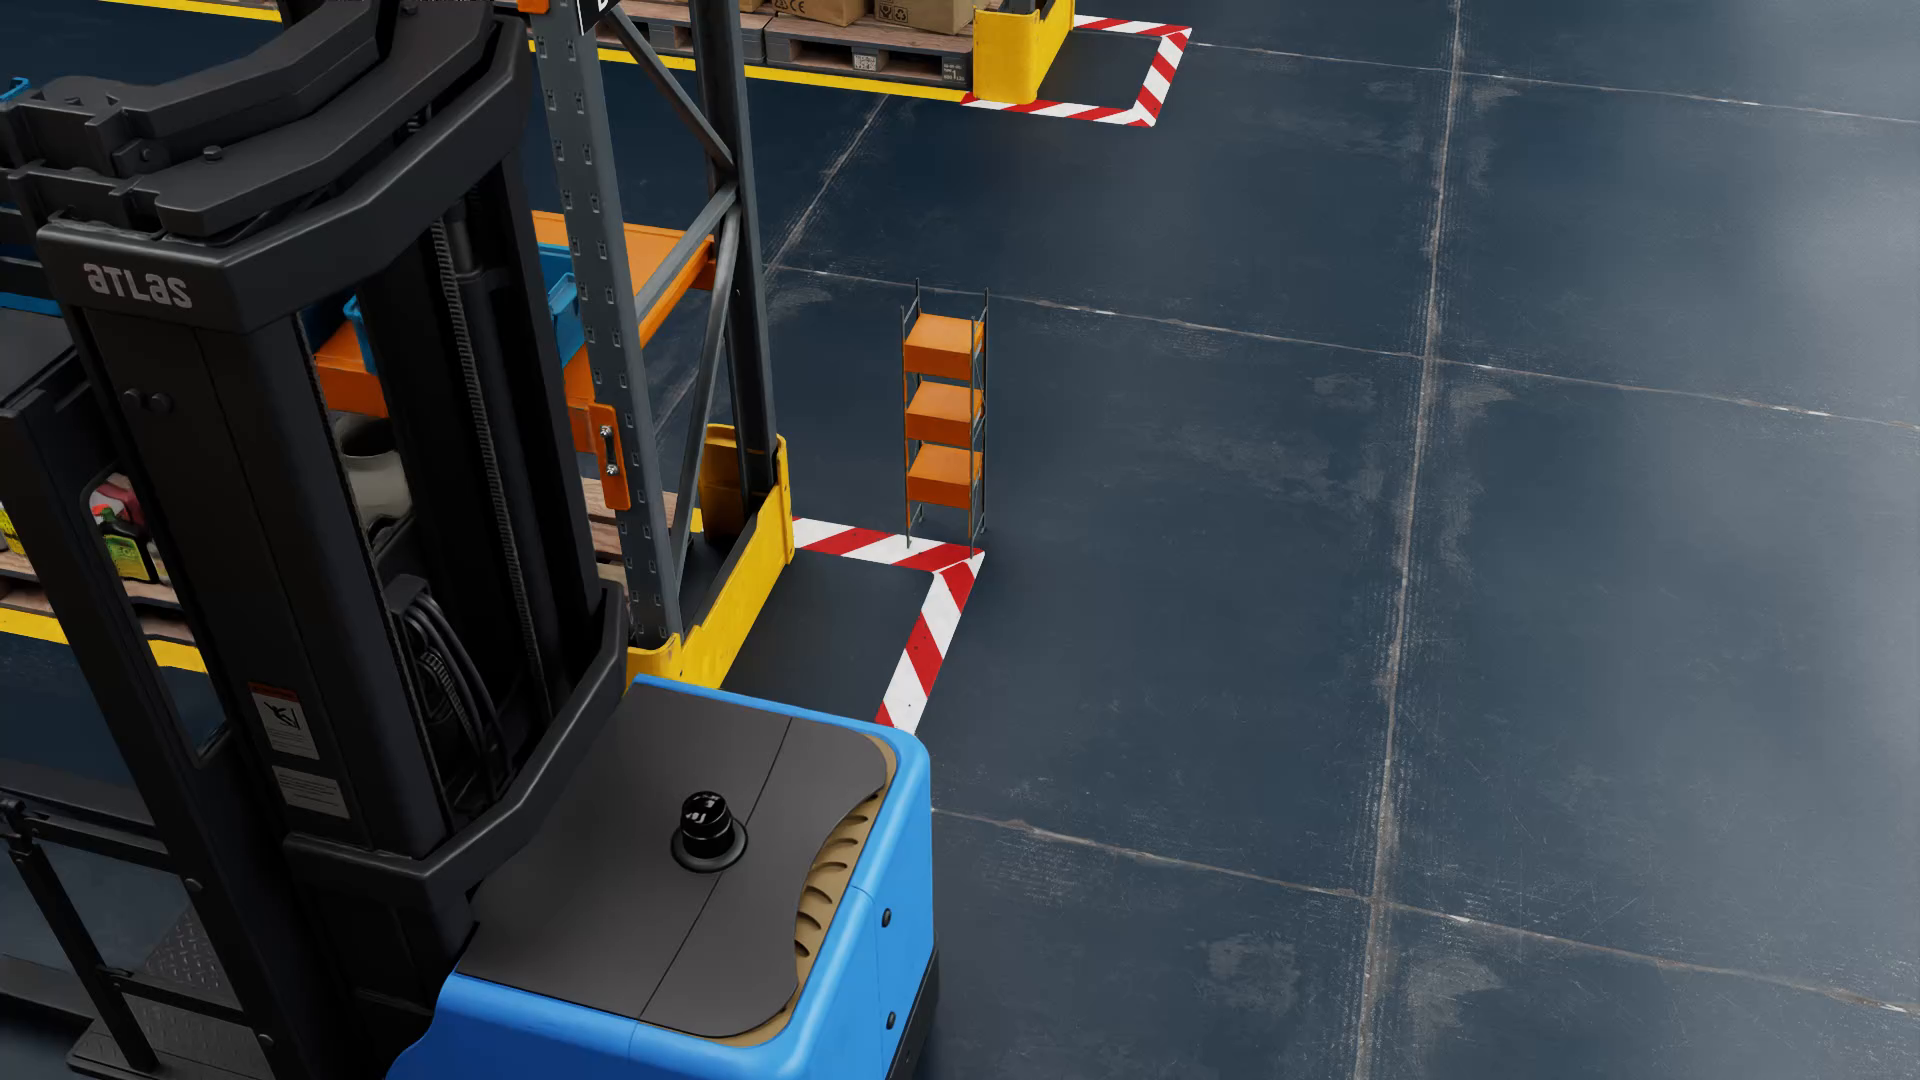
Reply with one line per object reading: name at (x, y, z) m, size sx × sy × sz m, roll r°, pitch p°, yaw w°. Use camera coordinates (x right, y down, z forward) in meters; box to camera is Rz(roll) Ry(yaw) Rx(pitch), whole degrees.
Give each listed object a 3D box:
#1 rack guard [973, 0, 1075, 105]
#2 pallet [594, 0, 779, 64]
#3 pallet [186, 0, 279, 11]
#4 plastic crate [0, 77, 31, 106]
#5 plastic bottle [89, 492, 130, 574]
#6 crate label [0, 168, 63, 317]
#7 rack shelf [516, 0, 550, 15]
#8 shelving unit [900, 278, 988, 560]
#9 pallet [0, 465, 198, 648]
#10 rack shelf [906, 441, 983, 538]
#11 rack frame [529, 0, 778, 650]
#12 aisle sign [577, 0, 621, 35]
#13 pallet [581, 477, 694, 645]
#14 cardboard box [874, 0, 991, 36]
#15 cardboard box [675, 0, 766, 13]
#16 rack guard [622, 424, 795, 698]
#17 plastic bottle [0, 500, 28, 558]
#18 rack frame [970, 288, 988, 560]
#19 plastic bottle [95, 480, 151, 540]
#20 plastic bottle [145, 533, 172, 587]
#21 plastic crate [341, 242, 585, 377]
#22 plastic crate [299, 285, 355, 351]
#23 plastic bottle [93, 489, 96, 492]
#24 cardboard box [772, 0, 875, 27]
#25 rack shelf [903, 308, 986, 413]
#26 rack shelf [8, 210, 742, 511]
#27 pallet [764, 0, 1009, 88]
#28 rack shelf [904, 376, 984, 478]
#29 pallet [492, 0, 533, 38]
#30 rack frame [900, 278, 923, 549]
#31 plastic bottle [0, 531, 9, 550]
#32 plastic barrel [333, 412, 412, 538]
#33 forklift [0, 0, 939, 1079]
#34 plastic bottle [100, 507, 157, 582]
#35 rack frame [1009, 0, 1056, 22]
rack guard at (0.374, -2.950, 9.374) m, size 0.348 × 0.500 × 1.175 m, roll 10°, pitch 41°, yaw 11°
pallet at (-1.576, -3.201, 9.897) m, size 1.213 × 0.211 × 1.003 m, roll 10°, pitch 41°, yaw 11°
pallet at (-4.169, -3.620, 10.397) m, size 1.213 × 0.211 × 1.003 m, roll 10°, pitch 41°, yaw 11°
plastic crate at (-3.558, -1.410, 5.712) m, size 0.616 × 0.251 × 0.499 m, roll 10°, pitch 41°, yaw 11°
plastic bottle at (-2.957, -0.035, 5.735) m, size 0.135 × 0.276 × 0.152 m, roll 10°, pitch 41°, yaw 12°
crate label at (-2.681, -0.969, 5.044) m, size 0.616 × 0.435 × 0.502 m, roll 10°, pitch 41°, yaw 11°
rack shelf at (-2.765, -2.023, 4.554) m, size 4.000 × 0.370 × 1.077 m, roll 10°, pitch 41°, yaw 11°
shelving unit at (-0.052, -0.411, 5.923) m, size 0.252 × 1.050 × 0.215 m, roll 10°, pitch 41°, yaw 11°
pallet at (-2.877, -0.076, 6.176) m, size 1.213 × 0.211 × 1.003 m, roll 10°, pitch 41°, yaw 11°
rack shelf at (-0.052, -0.190, 6.109) m, size 0.240 × 0.259 × 0.215 m, roll 10°, pitch 41°, yaw 11°
rack frame at (-0.833, -0.818, 4.891) m, size 0.127 × 3.000 × 1.000 m, roll 10°, pitch 41°, yaw 11°
aisle sign at (-0.840, -1.617, 3.821) m, size 0.004 × 0.787 × 0.394 m, roll 10°, pitch 41°, yaw 11°
pallet at (-1.702, 0.128, 5.933) m, size 1.213 × 0.211 × 1.003 m, roll 10°, pitch 41°, yaw 11°
cardboard box at (-0.151, -3.212, 9.360) m, size 0.500 × 0.500 × 0.500 m, roll 17°, pitch 43°, yaw 19°
cardboard box at (-1.338, -3.406, 9.591) m, size 0.500 × 0.500 × 0.500 m, roll 13°, pitch 42°, yaw 15°
rack guard at (-0.918, 0.156, 5.675) m, size 0.348 × 0.500 × 1.175 m, roll 10°, pitch 41°, yaw 11°
plastic bottle at (-3.252, -0.112, 5.768) m, size 0.185 × 0.351 × 0.144 m, roll 11°, pitch 41°, yaw 13°
rack frame at (0.066, -0.391, 5.899) m, size 0.008 × 1.050 × 0.200 m, roll 10°, pitch 41°, yaw 11°
plastic bottle at (-2.930, -0.104, 5.811) m, size 0.133 × 0.283 × 0.061 m, roll 10°, pitch 41°, yaw 11°
plastic bottle at (-2.720, 0.053, 5.689) m, size 0.097 × 0.201 × 0.097 m, roll 0°, pitch 40°, yaw 0°
plastic crate at (-1.394, -0.658, 4.817) m, size 0.616 × 0.251 × 0.499 m, roll 10°, pitch 41°, yaw 11°
plastic crate at (-2.019, -0.769, 4.949) m, size 0.408 × 0.251 × 0.499 m, roll 10°, pitch 41°, yaw 11°
plastic bottle at (-3.076, -0.110, 5.882) m, size 0.097 × 0.201 × 0.097 m, roll 0°, pitch 40°, yaw 0°
cardboard box at (-0.738, -3.291, 9.453) m, size 0.500 × 0.500 × 0.500 m, roll 20°, pitch 44°, yaw 23°
rack shelf at (-0.052, -0.621, 5.748) m, size 0.240 × 0.259 × 0.215 m, roll 10°, pitch 41°, yaw 11°
rack shelf at (-2.765, -0.875, 5.518) m, size 4.000 × 0.370 × 1.077 m, roll 10°, pitch 41°, yaw 11°
pallet at (-0.402, -2.997, 9.654) m, size 1.213 × 0.211 × 1.003 m, roll 10°, pitch 41°, yaw 11°
rack shelf at (-0.052, -0.403, 5.930) m, size 0.240 × 0.259 × 0.215 m, roll 10°, pitch 41°, yaw 11°
pallet at (-2.759, -3.402, 10.137) m, size 1.213 × 0.211 × 1.003 m, roll 10°, pitch 41°, yaw 11°
rack frame at (-0.169, -0.432, 5.947) m, size 0.008 × 1.050 × 0.200 m, roll 10°, pitch 41°, yaw 11°
plastic bottle at (-3.431, -0.143, 5.805) m, size 0.185 × 0.351 × 0.144 m, roll 9°, pitch 41°, yaw 11°
plastic barrel at (-1.972, -0.171, 5.729) m, size 0.421 × 0.512 × 0.421 m, roll 0°, pitch 40°, yaw 0°
forklift at (-1.633, 0.202, 3.731) m, size 3.031 × 2.935 × 1.130 m, roll 11°, pitch 41°, yaw 12°
plastic bottle at (-2.838, 0.013, 5.672) m, size 0.133 × 0.283 × 0.061 m, roll 11°, pitch 41°, yaw 12°
rack frame at (0.448, -3.895, 8.555) m, size 0.127 × 3.000 × 1.000 m, roll 10°, pitch 41°, yaw 11°
